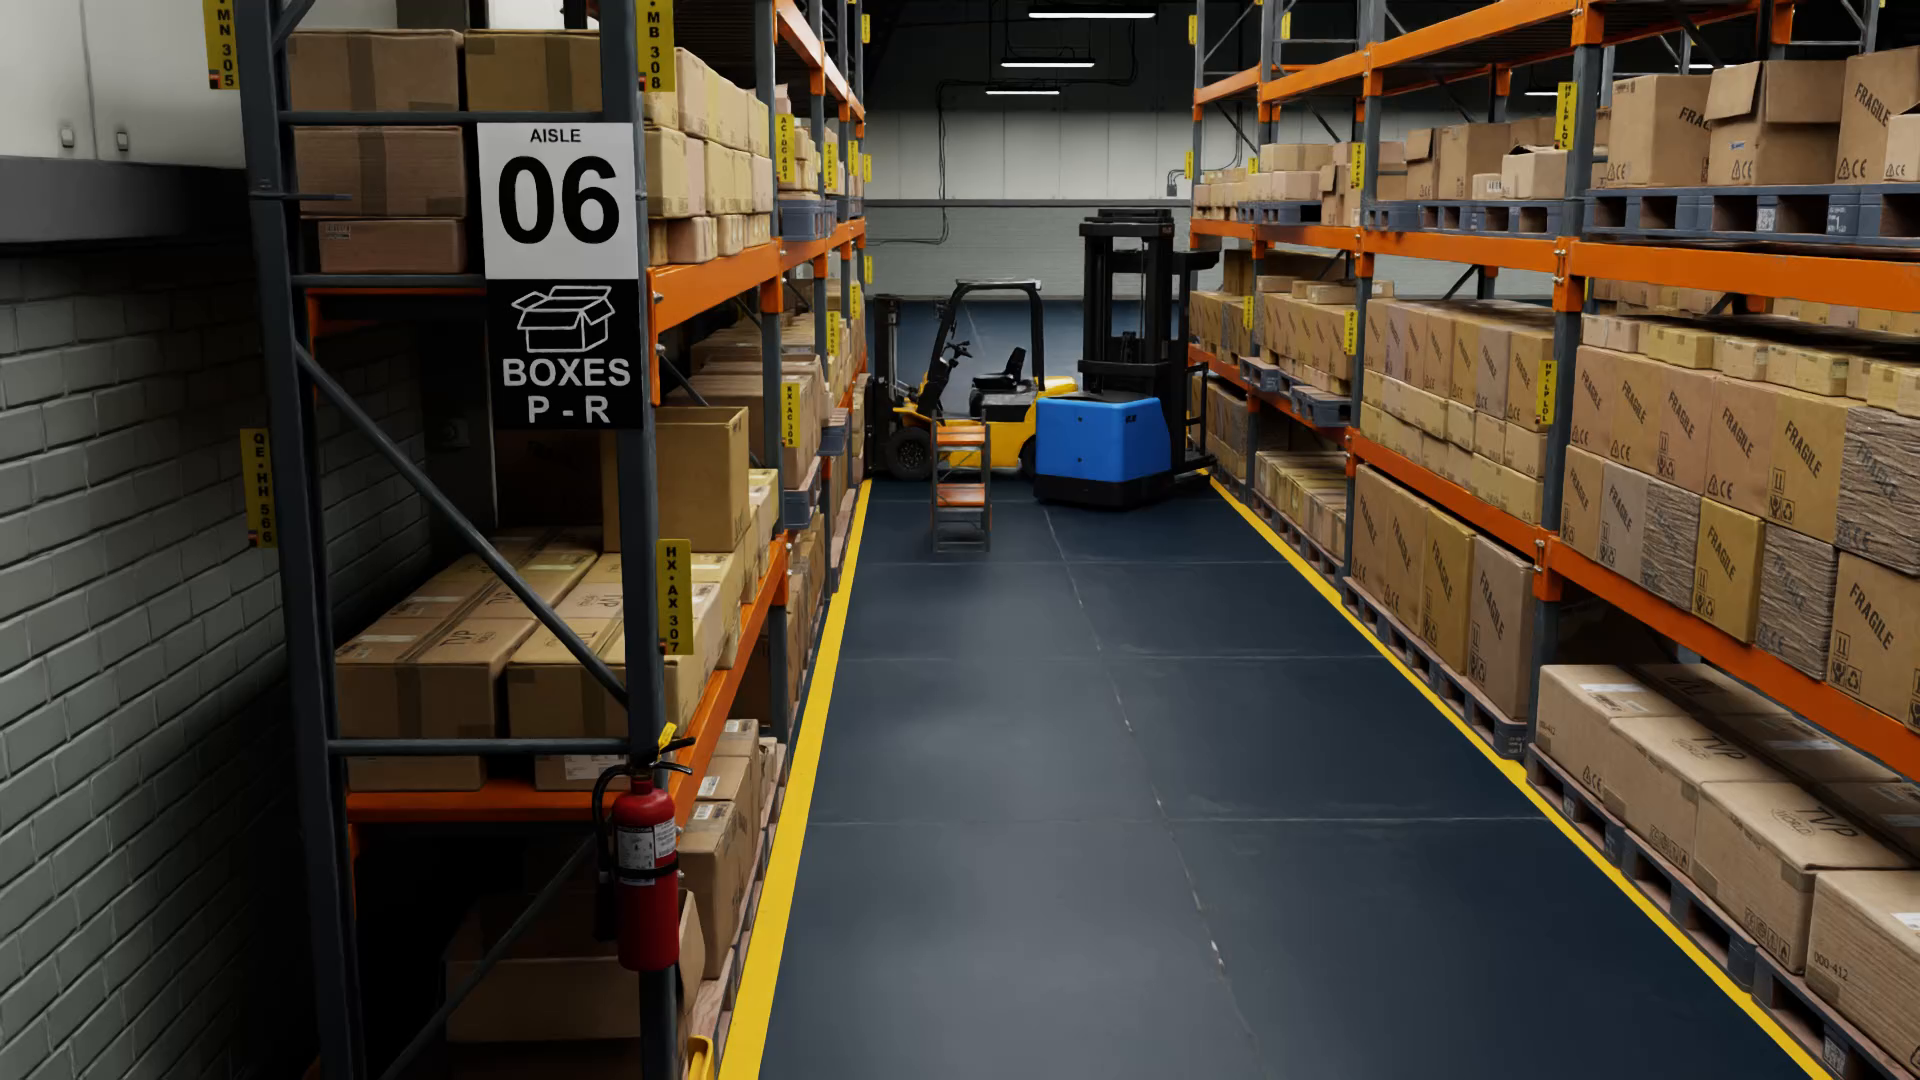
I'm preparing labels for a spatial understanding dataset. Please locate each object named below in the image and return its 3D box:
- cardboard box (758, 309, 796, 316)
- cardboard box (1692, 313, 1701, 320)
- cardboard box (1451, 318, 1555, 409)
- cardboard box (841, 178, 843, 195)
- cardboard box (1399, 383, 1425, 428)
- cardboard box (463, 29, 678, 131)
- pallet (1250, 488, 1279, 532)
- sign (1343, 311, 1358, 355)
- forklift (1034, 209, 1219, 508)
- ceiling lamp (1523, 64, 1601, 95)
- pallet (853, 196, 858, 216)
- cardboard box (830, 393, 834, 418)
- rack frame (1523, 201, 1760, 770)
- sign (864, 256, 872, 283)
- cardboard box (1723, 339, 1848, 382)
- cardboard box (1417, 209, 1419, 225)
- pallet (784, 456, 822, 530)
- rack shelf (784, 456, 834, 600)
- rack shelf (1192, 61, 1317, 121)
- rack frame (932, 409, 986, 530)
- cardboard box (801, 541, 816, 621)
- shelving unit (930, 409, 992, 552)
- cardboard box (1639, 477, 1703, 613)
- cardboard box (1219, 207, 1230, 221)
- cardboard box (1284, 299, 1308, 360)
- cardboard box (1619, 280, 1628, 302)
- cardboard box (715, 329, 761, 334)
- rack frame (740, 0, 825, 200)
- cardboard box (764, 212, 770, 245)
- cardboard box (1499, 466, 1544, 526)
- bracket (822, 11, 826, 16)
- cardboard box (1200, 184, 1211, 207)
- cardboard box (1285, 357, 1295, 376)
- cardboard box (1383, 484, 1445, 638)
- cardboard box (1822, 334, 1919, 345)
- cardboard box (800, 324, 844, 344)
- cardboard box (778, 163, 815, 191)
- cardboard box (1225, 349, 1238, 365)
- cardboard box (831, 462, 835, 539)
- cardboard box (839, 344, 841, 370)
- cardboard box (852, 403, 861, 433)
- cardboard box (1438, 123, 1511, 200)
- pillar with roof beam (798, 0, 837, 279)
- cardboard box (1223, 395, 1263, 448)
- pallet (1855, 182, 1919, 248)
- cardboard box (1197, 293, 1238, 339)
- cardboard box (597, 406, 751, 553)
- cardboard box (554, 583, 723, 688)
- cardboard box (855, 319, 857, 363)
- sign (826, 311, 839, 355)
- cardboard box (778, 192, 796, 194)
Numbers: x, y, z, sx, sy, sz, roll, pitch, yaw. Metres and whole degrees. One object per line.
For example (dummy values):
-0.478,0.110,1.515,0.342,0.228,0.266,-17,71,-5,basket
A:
-1.839,-2.231,16.627,0.380,0.149,0.250,0,11,-1,cardboard box
8.281,-2.118,17.580,0.875,0.550,0.550,0,11,-1,cardboard box
3.283,-1.062,9.984,0.500,0.500,0.500,0,11,1,cardboard box
-1.249,-3.185,14.995,0.380,0.149,0.250,0,11,-1,cardboard box
3.241,-0.895,11.045,0.500,0.250,0.500,0,11,-1,cardboard box
-1.085,-1.292,4.711,0.500,0.250,0.500,0,11,-2,cardboard box
3.405,-0.301,16.010,1.003,0.211,1.213,0,11,-1,pallet
2.928,-1.551,12.449,0.100,0.325,0.005,0,11,-1,sign
2.017,-1.993,17.509,1.130,2.935,3.031,8,14,35,forklift
16.111,-13.529,44.431,2.000,3.185,0.800,0,11,-1,ceiling lamp
-1.641,-3.639,18.130,1.003,0.211,1.213,0,11,-1,pallet
-1.095,-0.959,11.820,0.380,0.149,0.250,0,11,0,cardboard box
3.553,-0.232,8.657,1.000,3.000,0.127,0,11,-1,rack frame
-1.115,-3.279,20.170,0.100,0.325,0.005,0,11,-1,sign
3.312,-0.722,6.676,0.380,0.149,0.250,0,11,-1,cardboard box
3.254,-2.436,12.608,0.380,0.149,0.250,0,11,-1,cardboard box
-1.317,-0.276,9.357,1.003,0.211,1.213,0,11,-1,pallet
-1.451,-0.256,10.584,1.077,0.370,4.000,0,11,-1,rack shelf
3.346,-4.806,17.931,1.077,0.370,4.000,0,11,-1,rack shelf
-0.010,-0.651,15.439,0.500,1.125,0.032,0,11,-1,rack frame
-1.256,0.300,11.266,0.500,0.500,0.500,0,11,1,cardboard box
0.000,-0.550,14.941,0.538,1.125,1.048,0,11,-1,shelving unit
3.311,0.013,7.202,0.500,0.500,0.500,0,11,-1,cardboard box
3.064,-3.588,18.287,0.380,0.149,0.250,-1,11,-3,cardboard box
3.139,-1.828,14.471,0.500,0.500,0.500,-1,11,-3,cardboard box
8.324,-3.077,19.591,0.875,0.550,0.550,0,11,-1,cardboard box
-1.854,-1.690,13.961,0.380,0.149,0.250,0,11,-2,cardboard box
-1.493,-3.946,11.876,1.000,3.000,0.127,0,11,-1,rack frame
-1.107,-1.487,7.933,0.380,0.149,0.250,0,11,-2,cardboard box
3.291,-0.246,9.106,0.500,0.250,0.500,-1,11,-3,cardboard box
-2.376,-8.950,27.490,0.076,0.066,4.783,0,11,-1,bracket
3.049,-3.958,19.110,0.500,0.250,0.500,0,11,-2,cardboard box
3.082,-1.534,14.653,0.380,0.149,0.250,0,11,1,cardboard box
3.415,0.124,11.193,0.875,0.875,0.875,0,11,0,cardboard box
3.841,-0.774,6.934,0.380,0.149,0.250,0,11,-2,cardboard box
-1.207,-1.795,14.477,0.380,0.149,0.250,-1,11,-3,cardboard box
-1.012,-2.026,9.279,0.380,0.149,0.250,0,11,0,cardboard box
3.052,-1.963,17.825,0.380,0.149,0.250,0,11,-2,cardboard box
-1.513,-0.302,13.918,0.875,0.625,0.625,0,11,1,cardboard box
-1.295,-1.572,14.381,0.500,0.250,0.500,0,11,0,cardboard box
-1.271,-1.247,17.004,0.500,0.250,0.500,0,11,-2,cardboard box
3.680,-2.556,11.260,0.700,0.500,0.500,-1,11,-4,cardboard box
1.512,-7.797,30.859,9.100,9.000,0.548,0,11,-1,pillar with roof beam
3.095,-1.265,17.725,0.500,0.500,0.500,0,11,0,cardboard box
3.610,-1.011,5.175,1.003,0.211,1.213,0,11,-1,pallet
3.051,-2.614,19.398,0.500,0.500,0.500,0,11,1,cardboard box
-1.099,-0.245,6.464,0.500,0.500,0.500,0,11,0,cardboard box
-1.078,0.321,5.563,0.500,0.250,0.500,0,11,-1,cardboard box
-1.362,-2.143,17.828,0.500,0.500,0.500,0,11,-2,cardboard box
-0.950,-1.538,12.385,0.100,0.325,0.005,0,11,-1,sign
-1.244,-2.272,10.545,0.380,0.149,0.250,0,11,1,cardboard box
